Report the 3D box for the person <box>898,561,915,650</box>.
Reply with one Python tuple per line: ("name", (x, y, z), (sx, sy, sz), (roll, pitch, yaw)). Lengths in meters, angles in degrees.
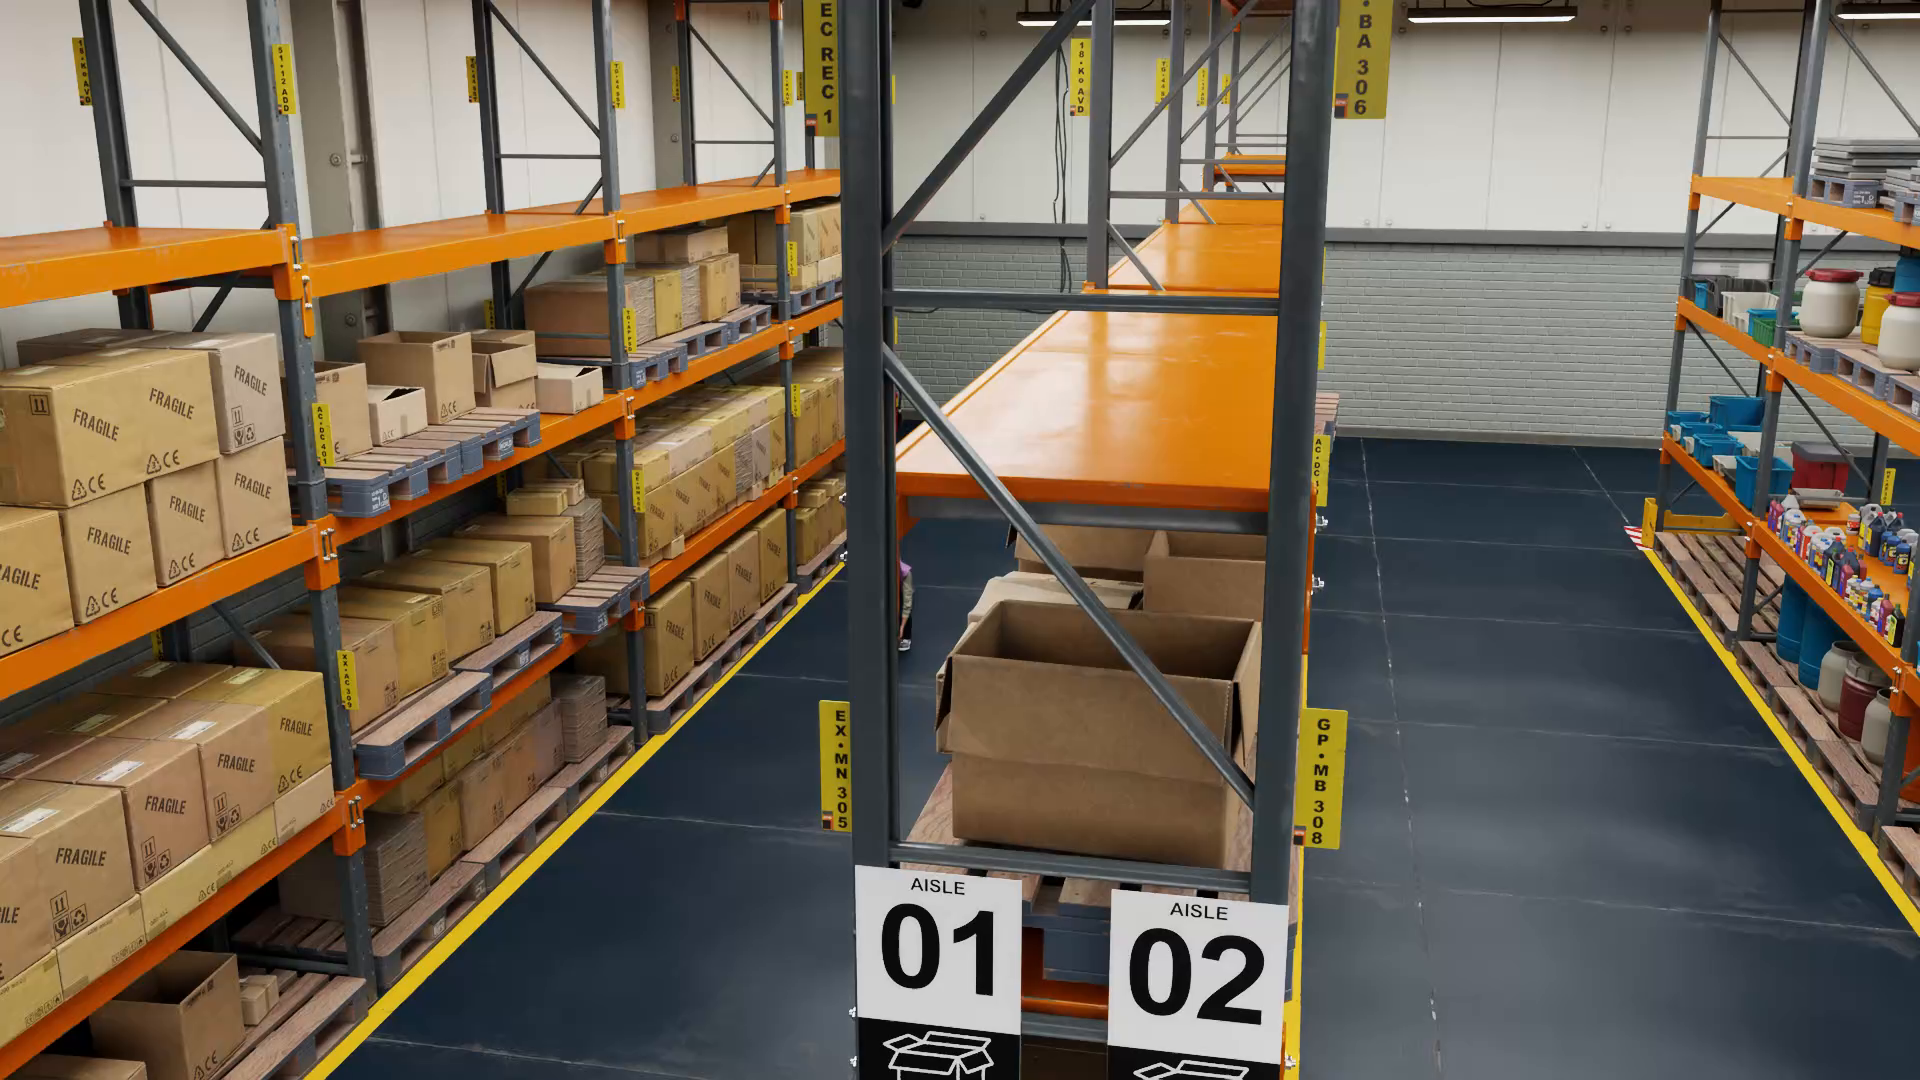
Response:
("person", (-0.611, 0.551, 15.207), (0.452, 0.961, 0.782), (3, 15, 11))
